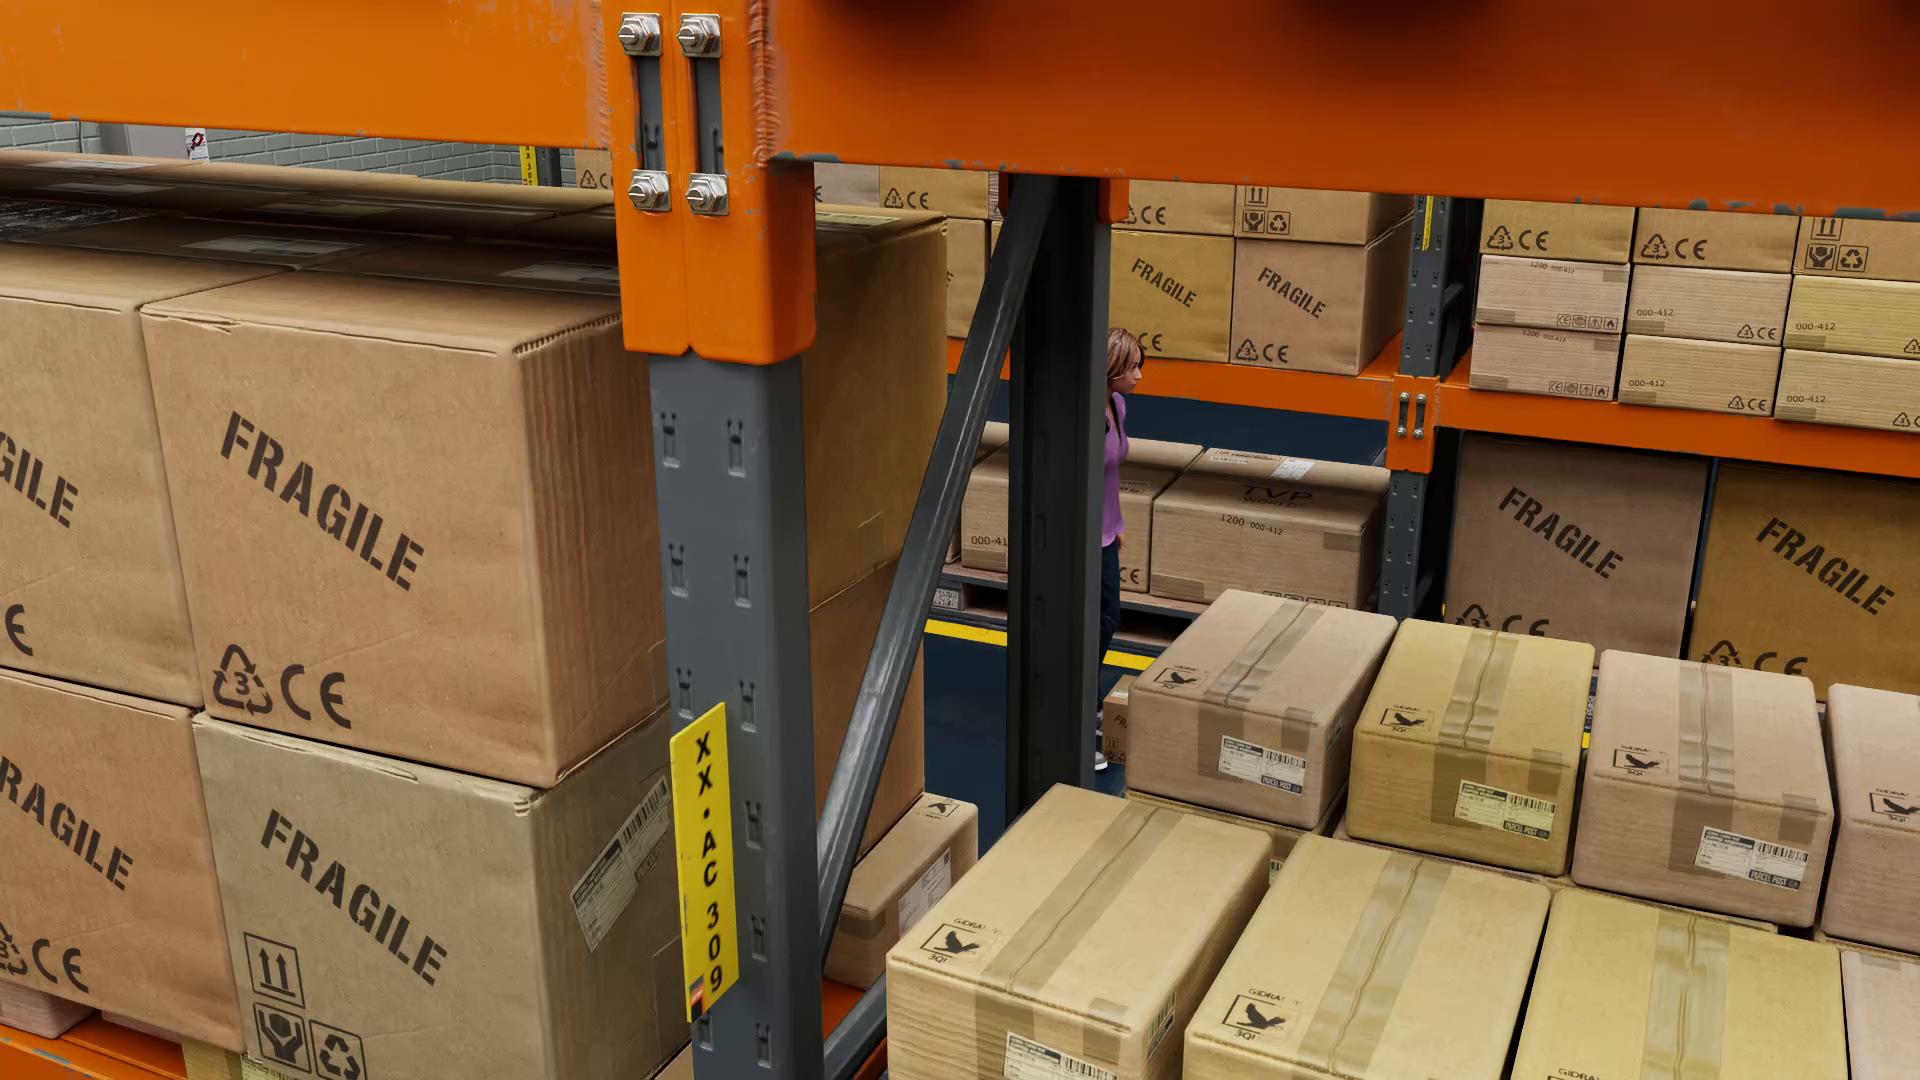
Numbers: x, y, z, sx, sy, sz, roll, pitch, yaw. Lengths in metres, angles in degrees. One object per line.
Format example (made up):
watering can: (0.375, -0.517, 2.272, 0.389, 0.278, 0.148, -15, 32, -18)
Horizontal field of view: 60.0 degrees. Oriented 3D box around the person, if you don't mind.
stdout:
person: (0.468, 0.014, 6.041, 0.341, 1.594, 0.482, 8, 21, 21)
